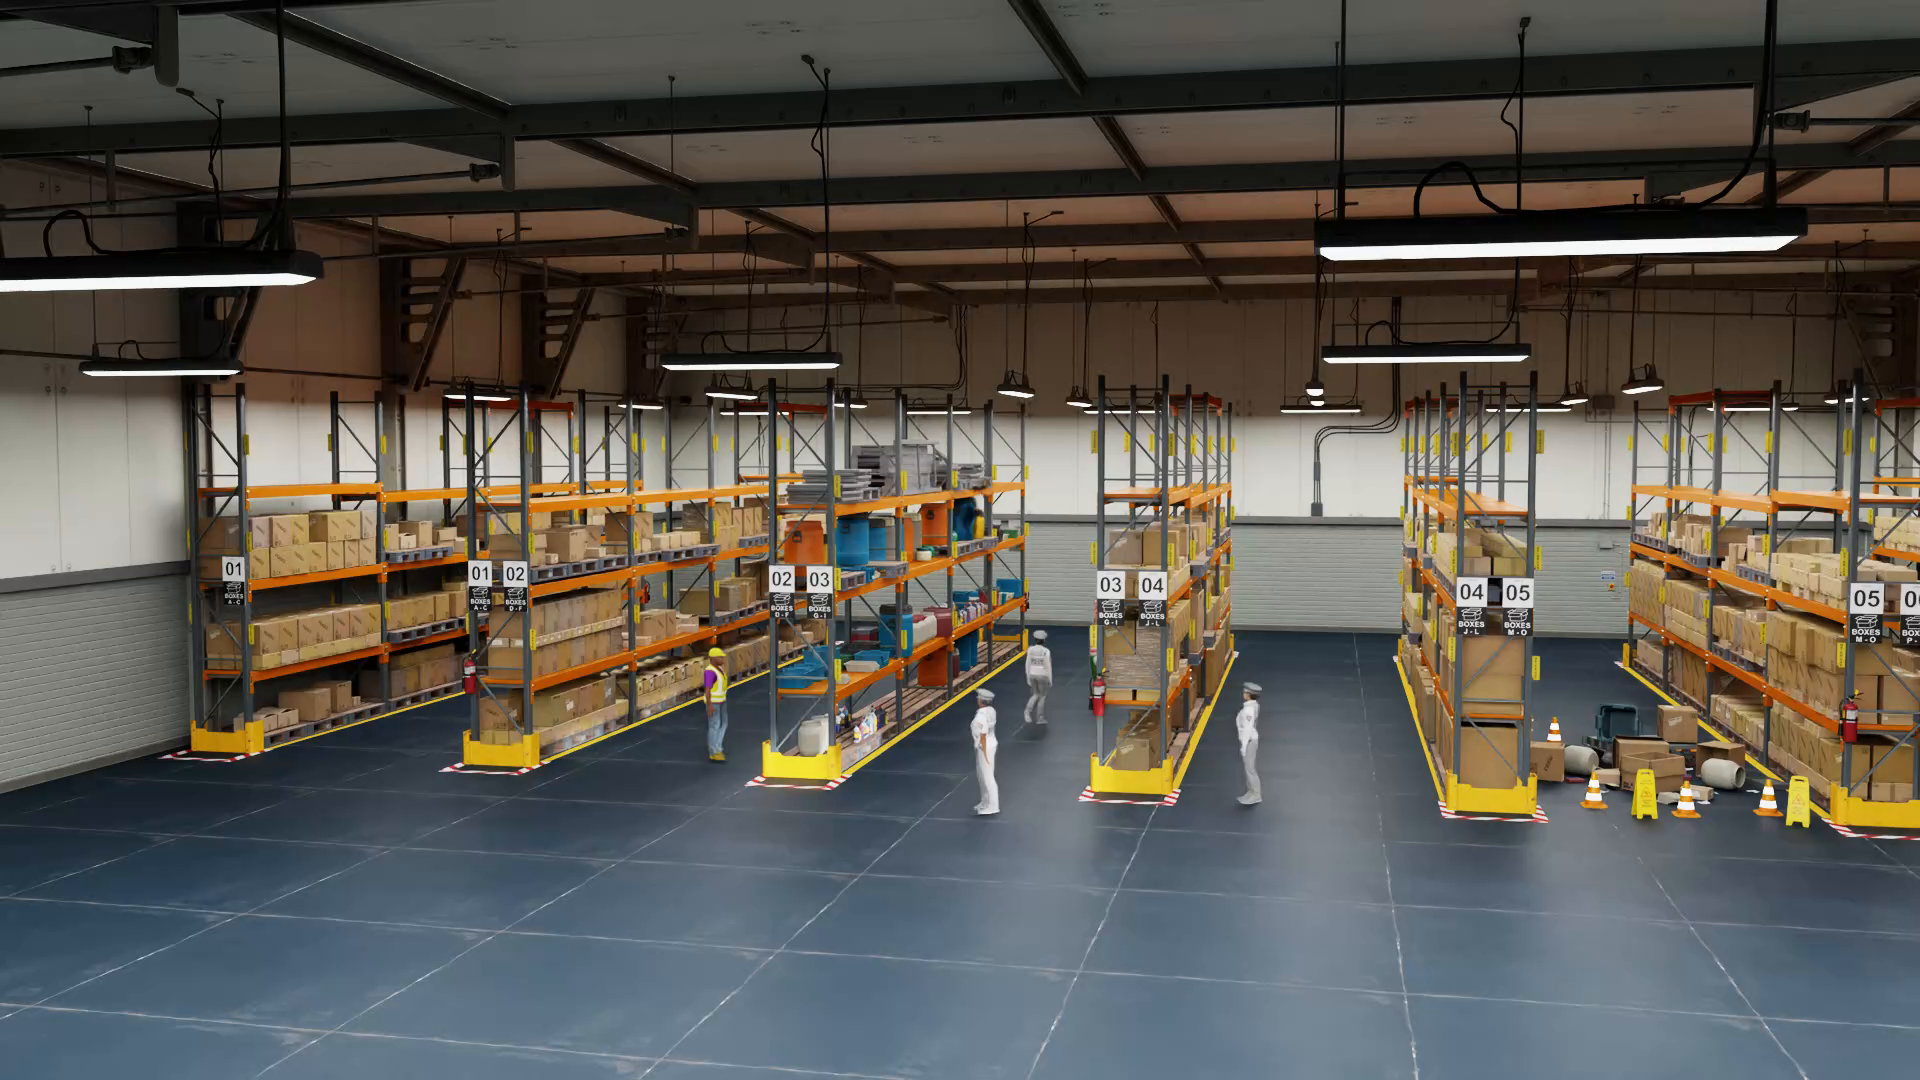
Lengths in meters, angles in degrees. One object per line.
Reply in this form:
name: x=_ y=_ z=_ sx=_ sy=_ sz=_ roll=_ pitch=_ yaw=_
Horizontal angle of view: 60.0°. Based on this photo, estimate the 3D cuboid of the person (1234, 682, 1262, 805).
person: x=4.014 y=2.836 z=23.261 sx=0.387 sy=1.698 sz=0.548 roll=0 pitch=3 yaw=1

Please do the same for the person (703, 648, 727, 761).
person: x=-3.879 y=2.643 z=26.530 sx=0.390 sy=1.851 sz=0.650 roll=1 pitch=3 yaw=13

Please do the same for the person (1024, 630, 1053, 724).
person: x=1.397 y=2.449 z=29.655 sx=0.482 sy=1.685 sz=0.482 roll=3 pitch=4 yaw=43

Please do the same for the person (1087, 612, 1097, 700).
person: x=2.657 y=2.243 z=32.199 sx=0.400 sy=1.792 sz=0.597 roll=0 pitch=3 yaw=-5

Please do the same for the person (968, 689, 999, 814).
person: x=0.336 y=2.871 z=22.654 sx=0.417 sy=1.714 sz=0.640 roll=0 pitch=3 yaw=5
